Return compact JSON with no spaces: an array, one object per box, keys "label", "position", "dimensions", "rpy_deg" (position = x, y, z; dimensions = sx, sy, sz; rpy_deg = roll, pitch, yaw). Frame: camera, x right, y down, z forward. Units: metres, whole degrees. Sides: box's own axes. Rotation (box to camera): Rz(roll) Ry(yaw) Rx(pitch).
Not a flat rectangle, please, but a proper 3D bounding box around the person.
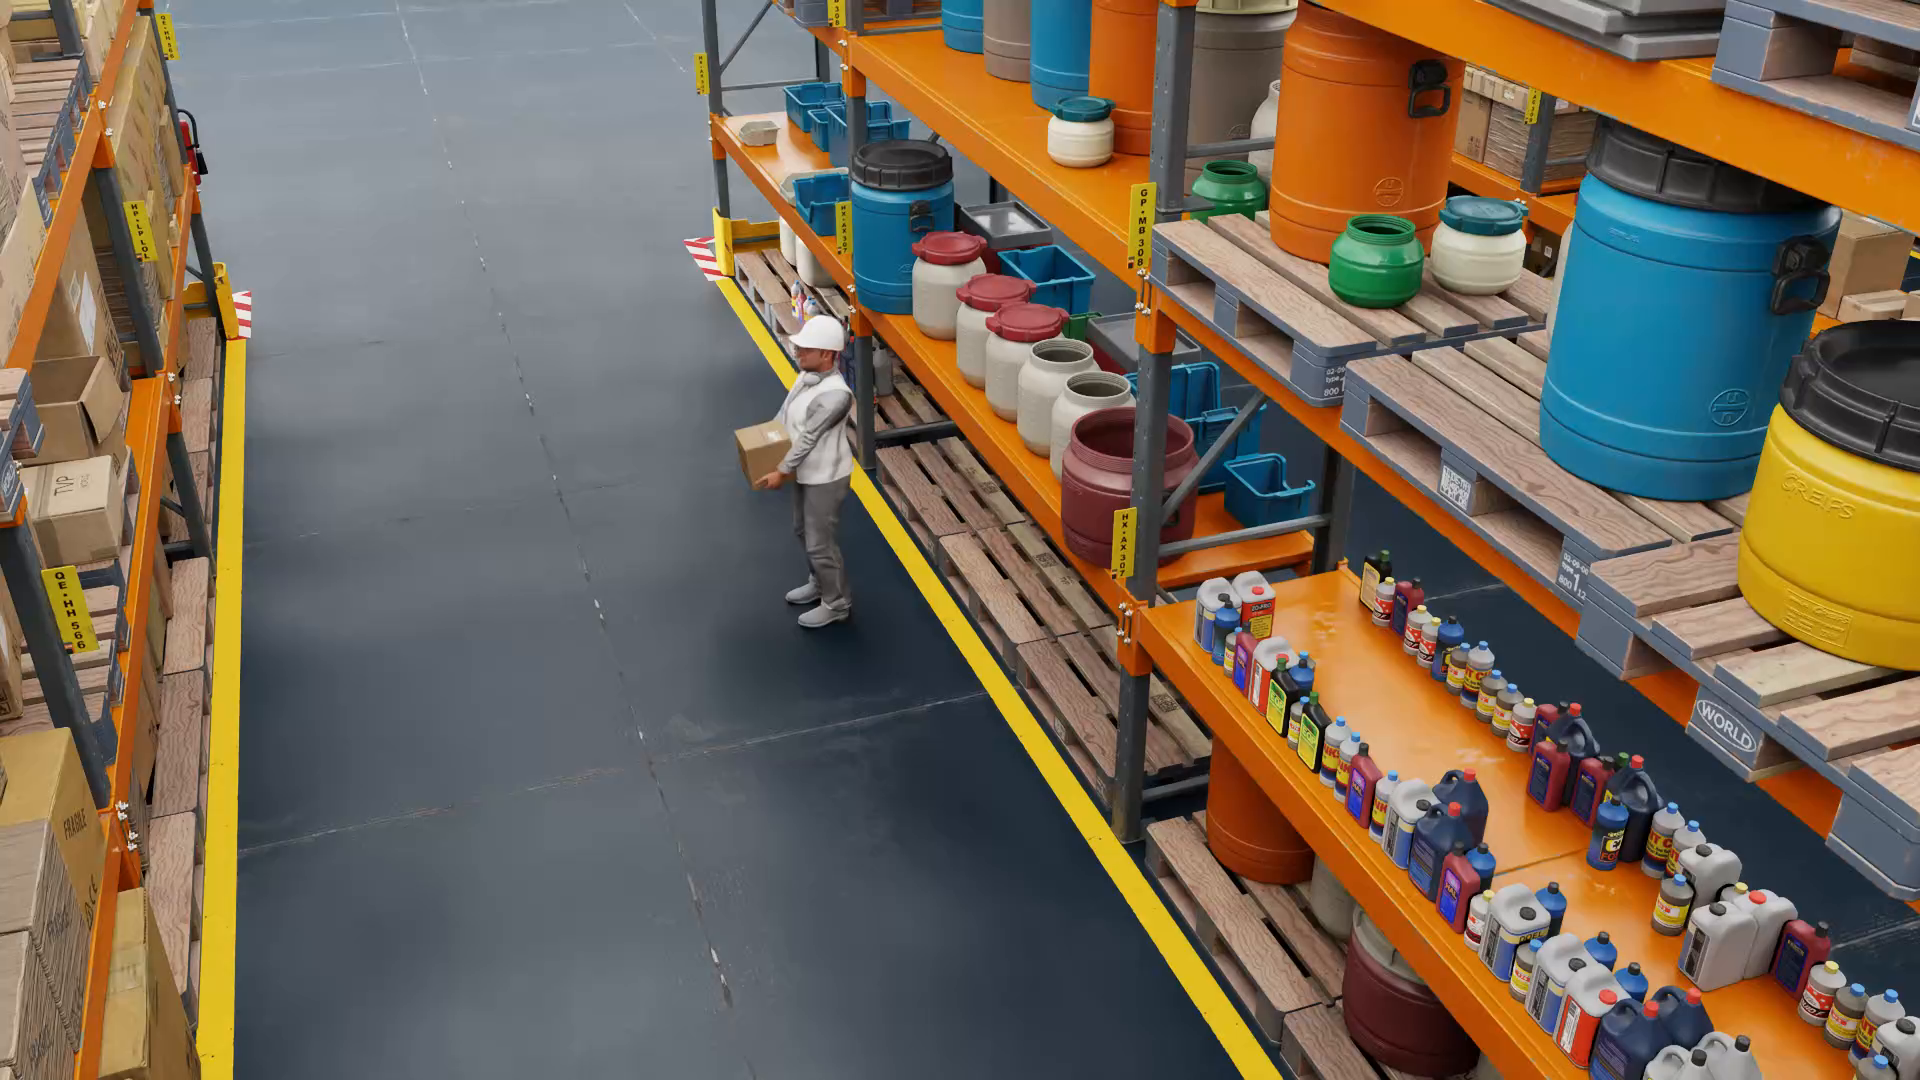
[{"label":"person","position":[-0.855,-0.357,8.955],"dimensions":[0.554,1.767,0.494],"rpy_deg":[-10,31,-17]}]
